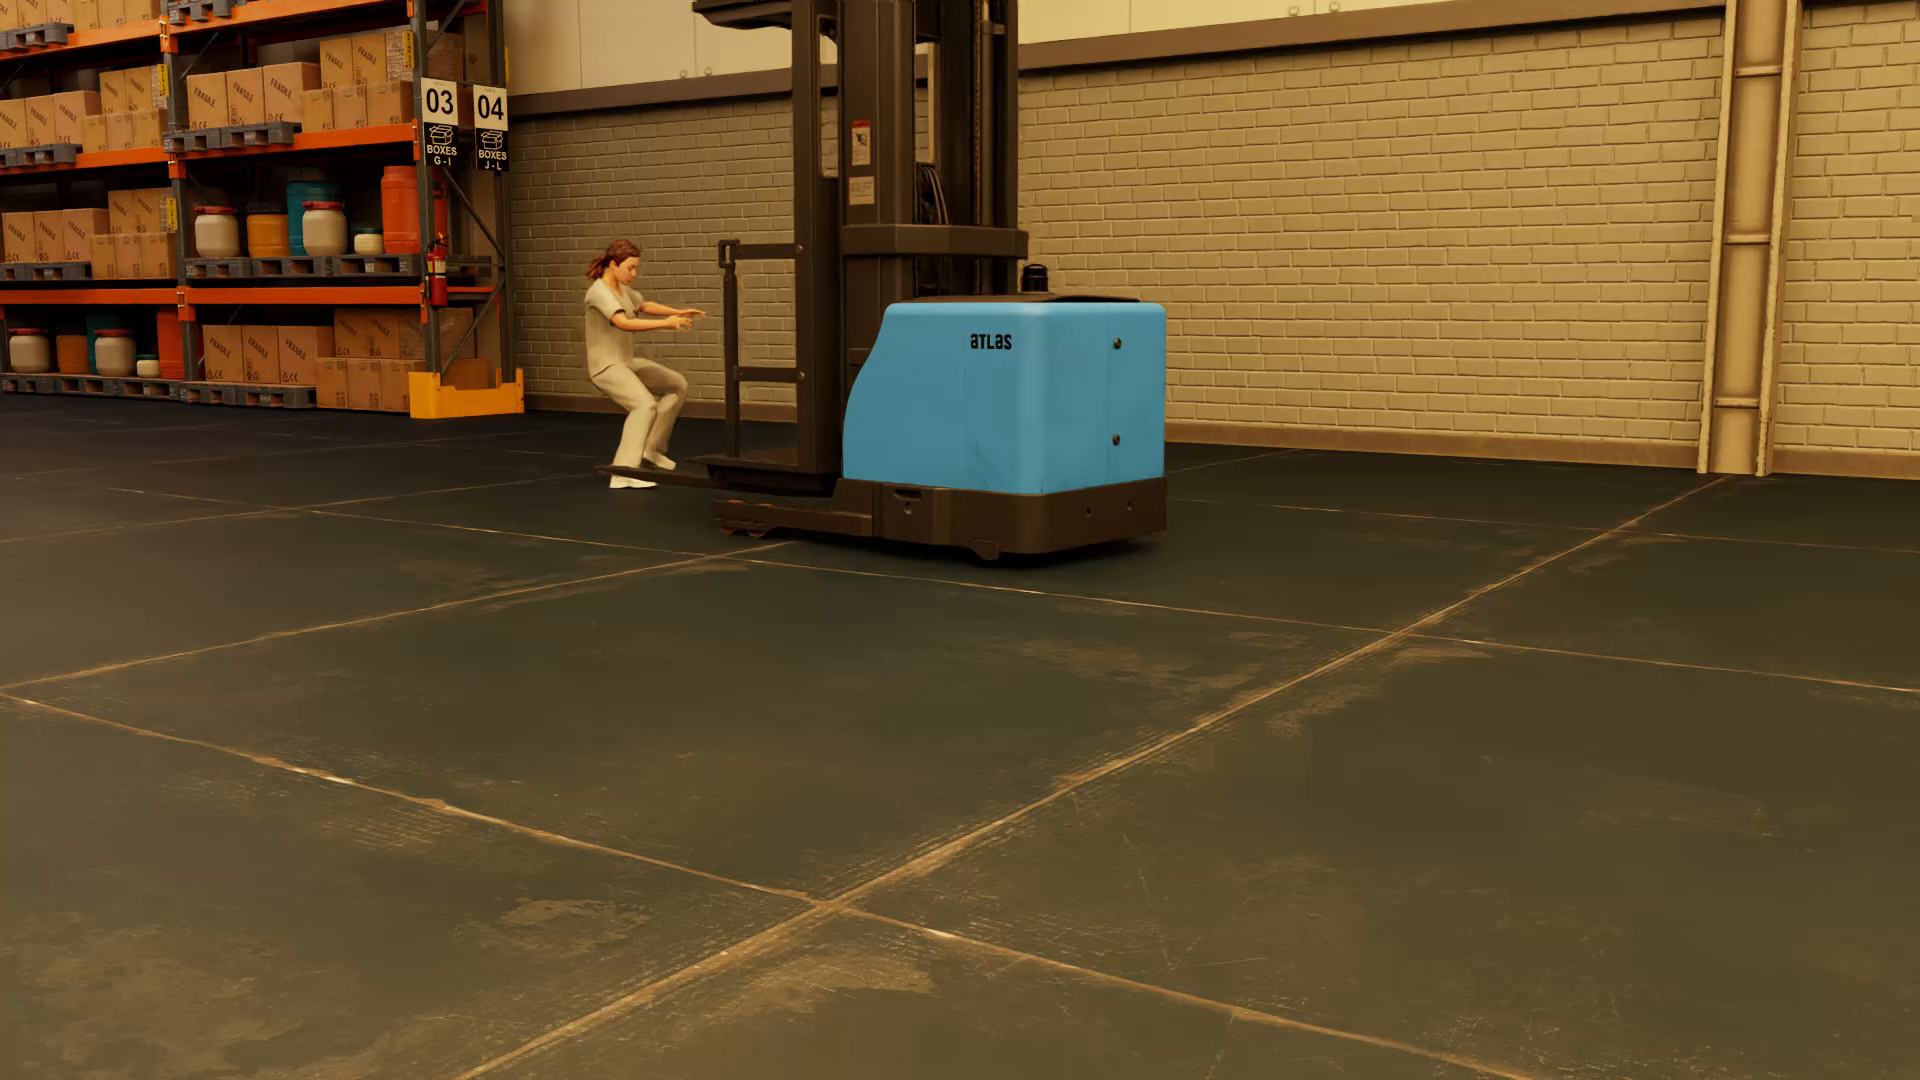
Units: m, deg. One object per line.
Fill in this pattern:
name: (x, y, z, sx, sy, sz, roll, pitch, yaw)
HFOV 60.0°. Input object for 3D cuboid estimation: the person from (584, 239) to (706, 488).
person: (-1.909, -1.081, 10.040, 0.681, 1.451, 0.947, 1, 8, 10)

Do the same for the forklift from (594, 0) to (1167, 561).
forklift: (-0.538, -1.509, 7.806, 3.031, 2.935, 1.130, 7, 10, 39)
